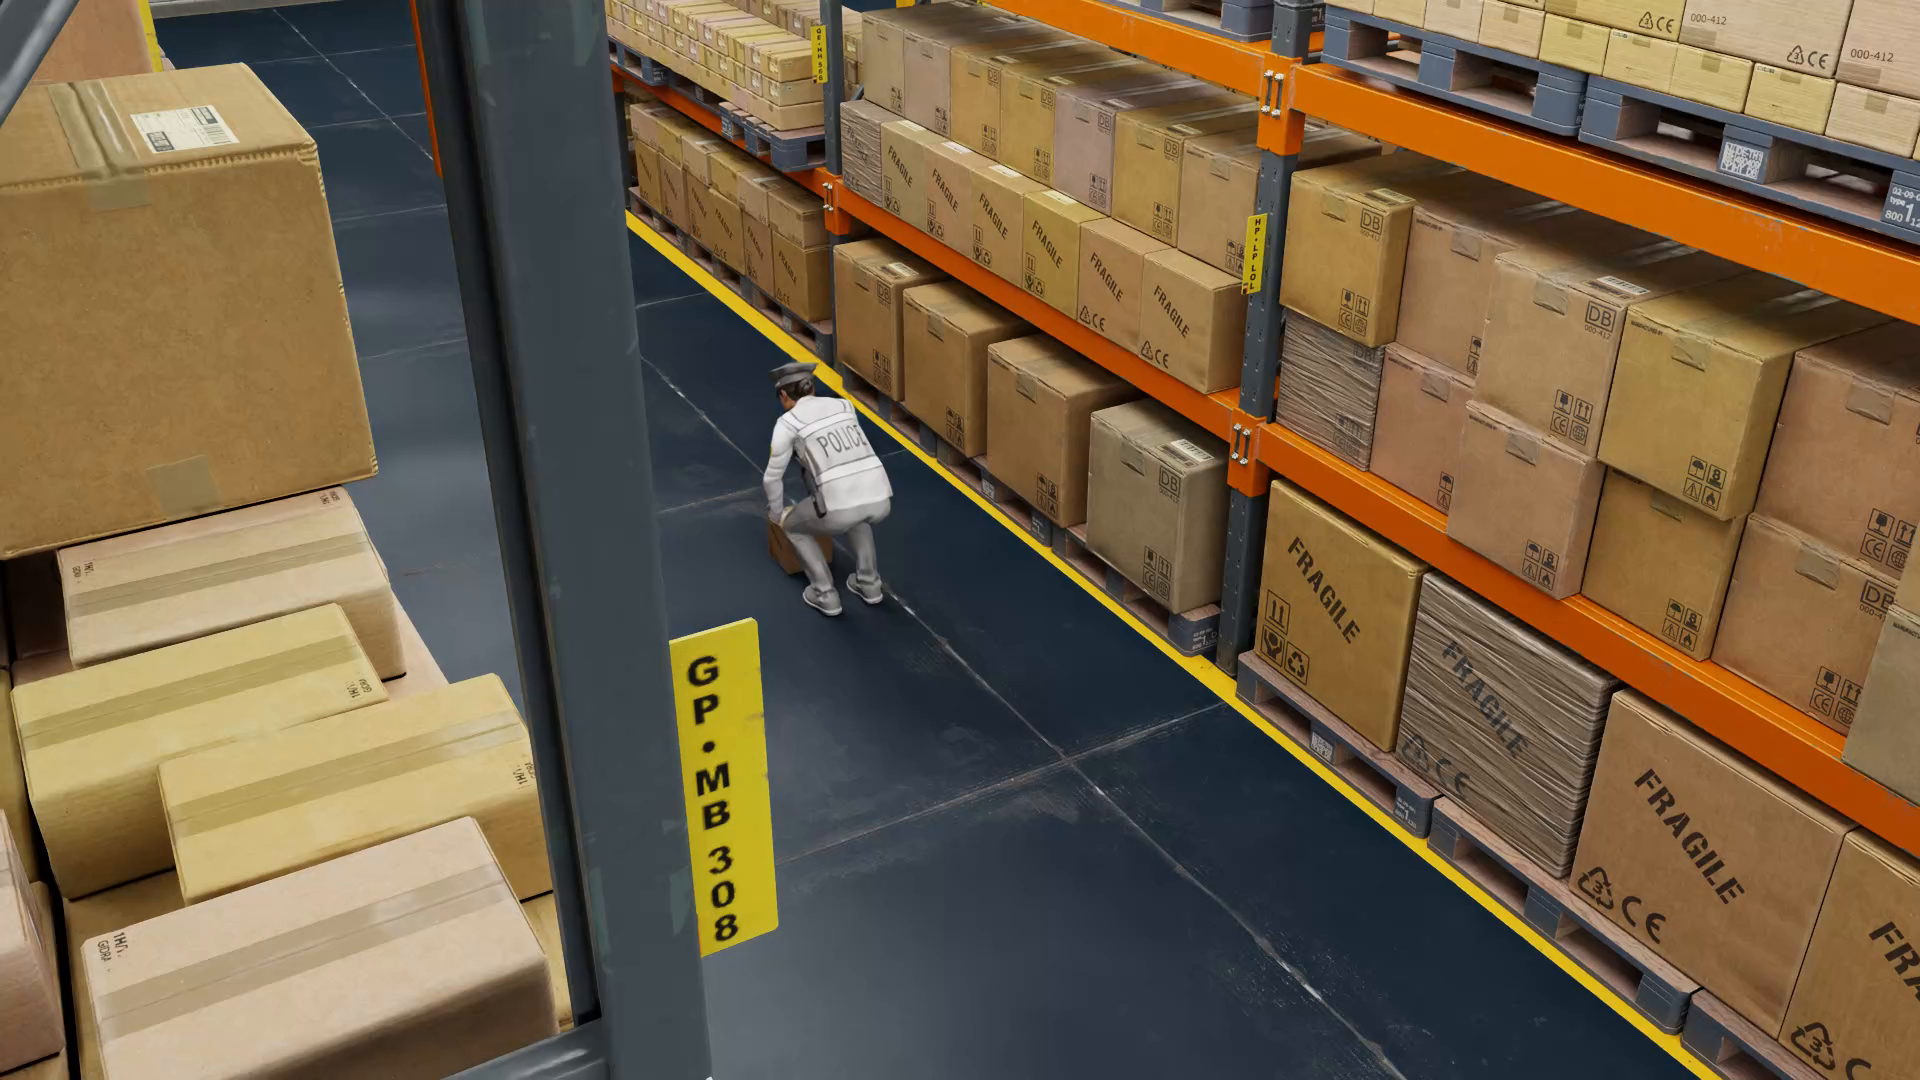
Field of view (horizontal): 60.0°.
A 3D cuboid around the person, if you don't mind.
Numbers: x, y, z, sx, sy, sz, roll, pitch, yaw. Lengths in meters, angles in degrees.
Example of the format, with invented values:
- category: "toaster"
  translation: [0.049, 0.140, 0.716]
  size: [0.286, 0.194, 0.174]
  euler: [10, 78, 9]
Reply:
- category: "person"
  translation: [-0.662, -0.247, 8.070]
  size: [0.522, 1.180, 0.796]
  euler: [-16, 33, -26]
